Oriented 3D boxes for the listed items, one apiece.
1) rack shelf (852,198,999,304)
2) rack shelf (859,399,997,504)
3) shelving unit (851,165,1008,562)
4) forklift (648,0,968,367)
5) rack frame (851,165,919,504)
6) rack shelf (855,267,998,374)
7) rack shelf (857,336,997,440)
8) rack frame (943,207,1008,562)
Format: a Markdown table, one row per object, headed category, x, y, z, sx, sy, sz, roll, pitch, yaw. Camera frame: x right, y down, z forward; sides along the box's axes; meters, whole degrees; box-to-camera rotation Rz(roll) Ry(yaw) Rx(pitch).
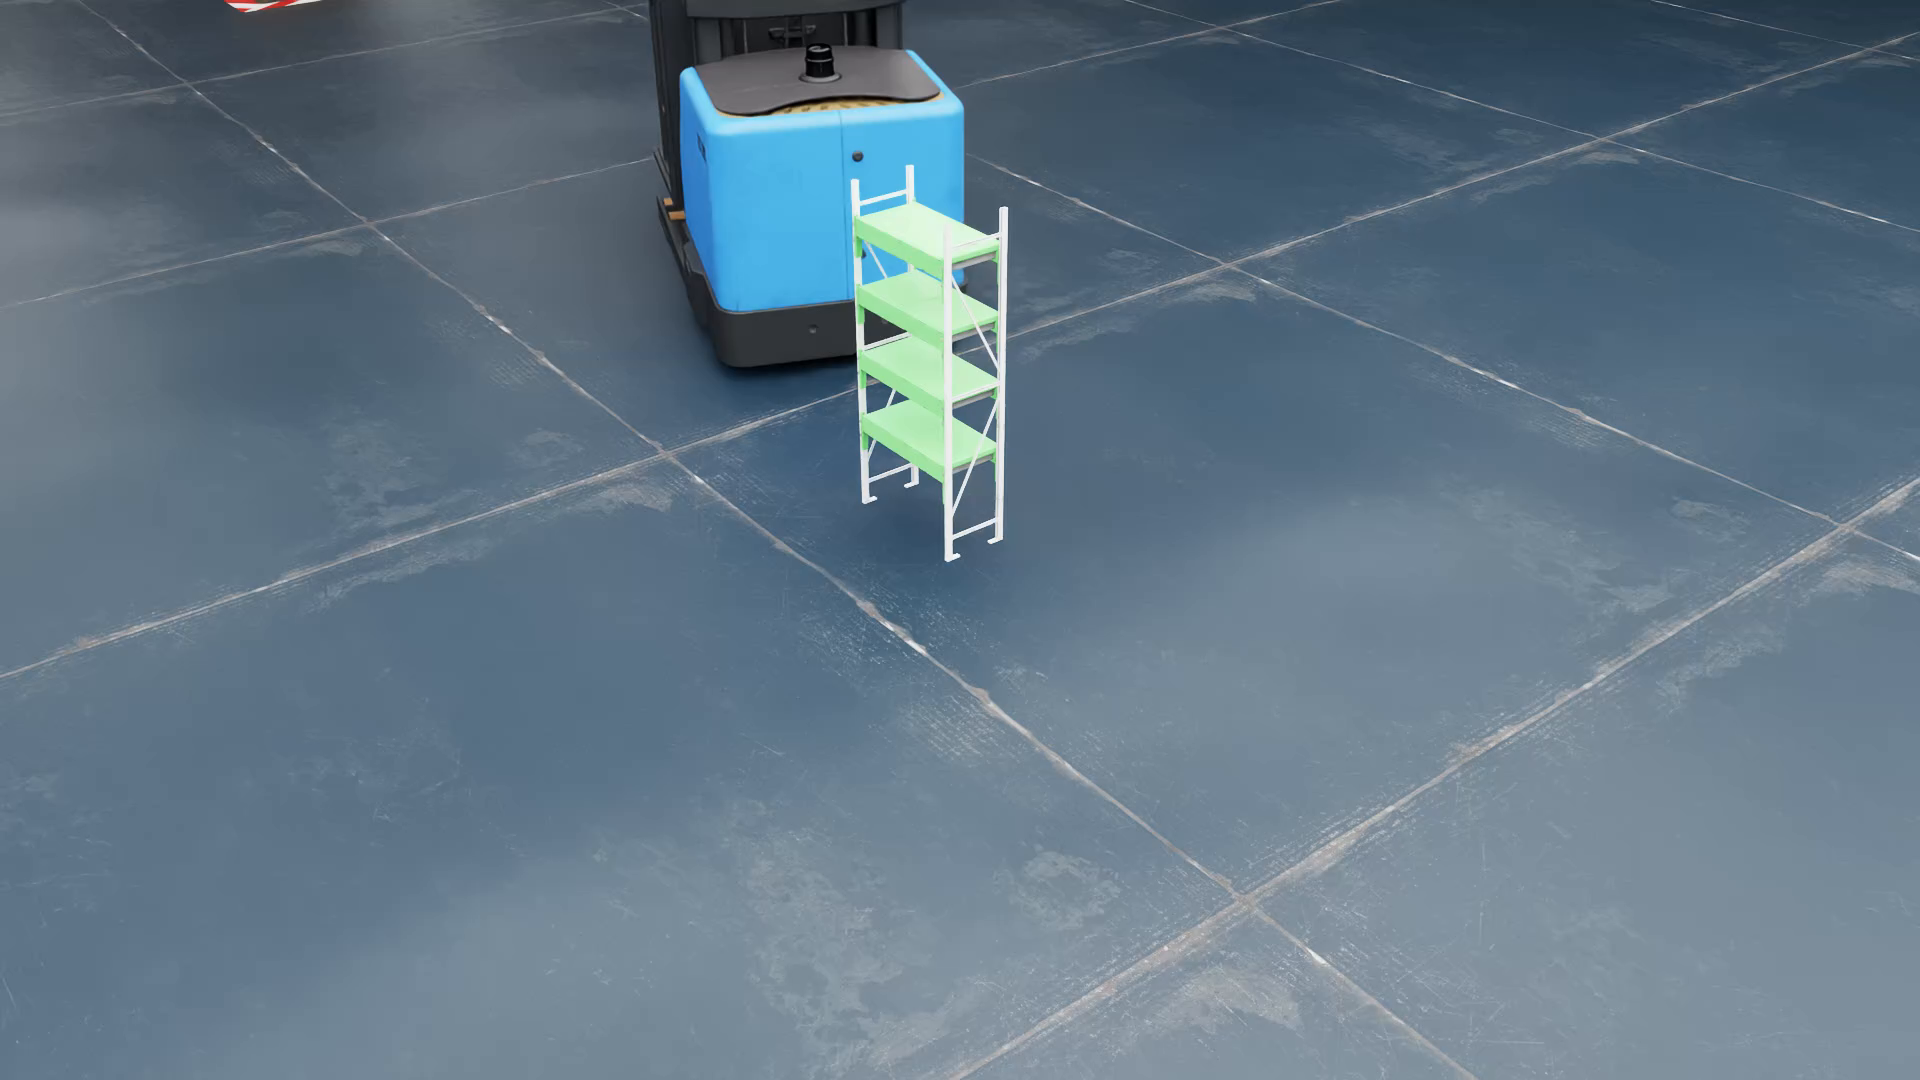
| category | x | y | z | sx | sy | sz | roll | pitch | yaw |
| --- | --- | --- | --- | --- | --- | --- | --- | --- | --- |
| rack shelf | -0.101 | -0.932 | 5.325 | 0.258 | 0.148 | 0.480 | -22 | 38 | -31 |
| rack shelf | -0.102 | -0.321 | 5.705 | 0.258 | 0.148 | 0.480 | -22 | 38 | -31 |
| shelving unit | -0.102 | -0.579 | 5.545 | 0.258 | 1.200 | 0.503 | -22 | 38 | -31 |
| forklift | -0.861 | -2.714 | 7.342 | 1.130 | 2.935 | 3.031 | -9 | 33 | -13 |
| rack frame | -0.251 | -0.680 | 5.708 | 0.240 | 1.200 | 0.015 | -22 | 38 | -31 |
| rack shelf | -0.101 | -0.728 | 5.452 | 0.258 | 0.148 | 0.480 | -22 | 38 | -31 |
| rack shelf | -0.102 | -0.524 | 5.578 | 0.258 | 0.148 | 0.480 | -22 | 38 | -31 |
| rack frame | 0.048 | -0.477 | 5.381 | 0.240 | 1.200 | 0.015 | -22 | 38 | -31 |
